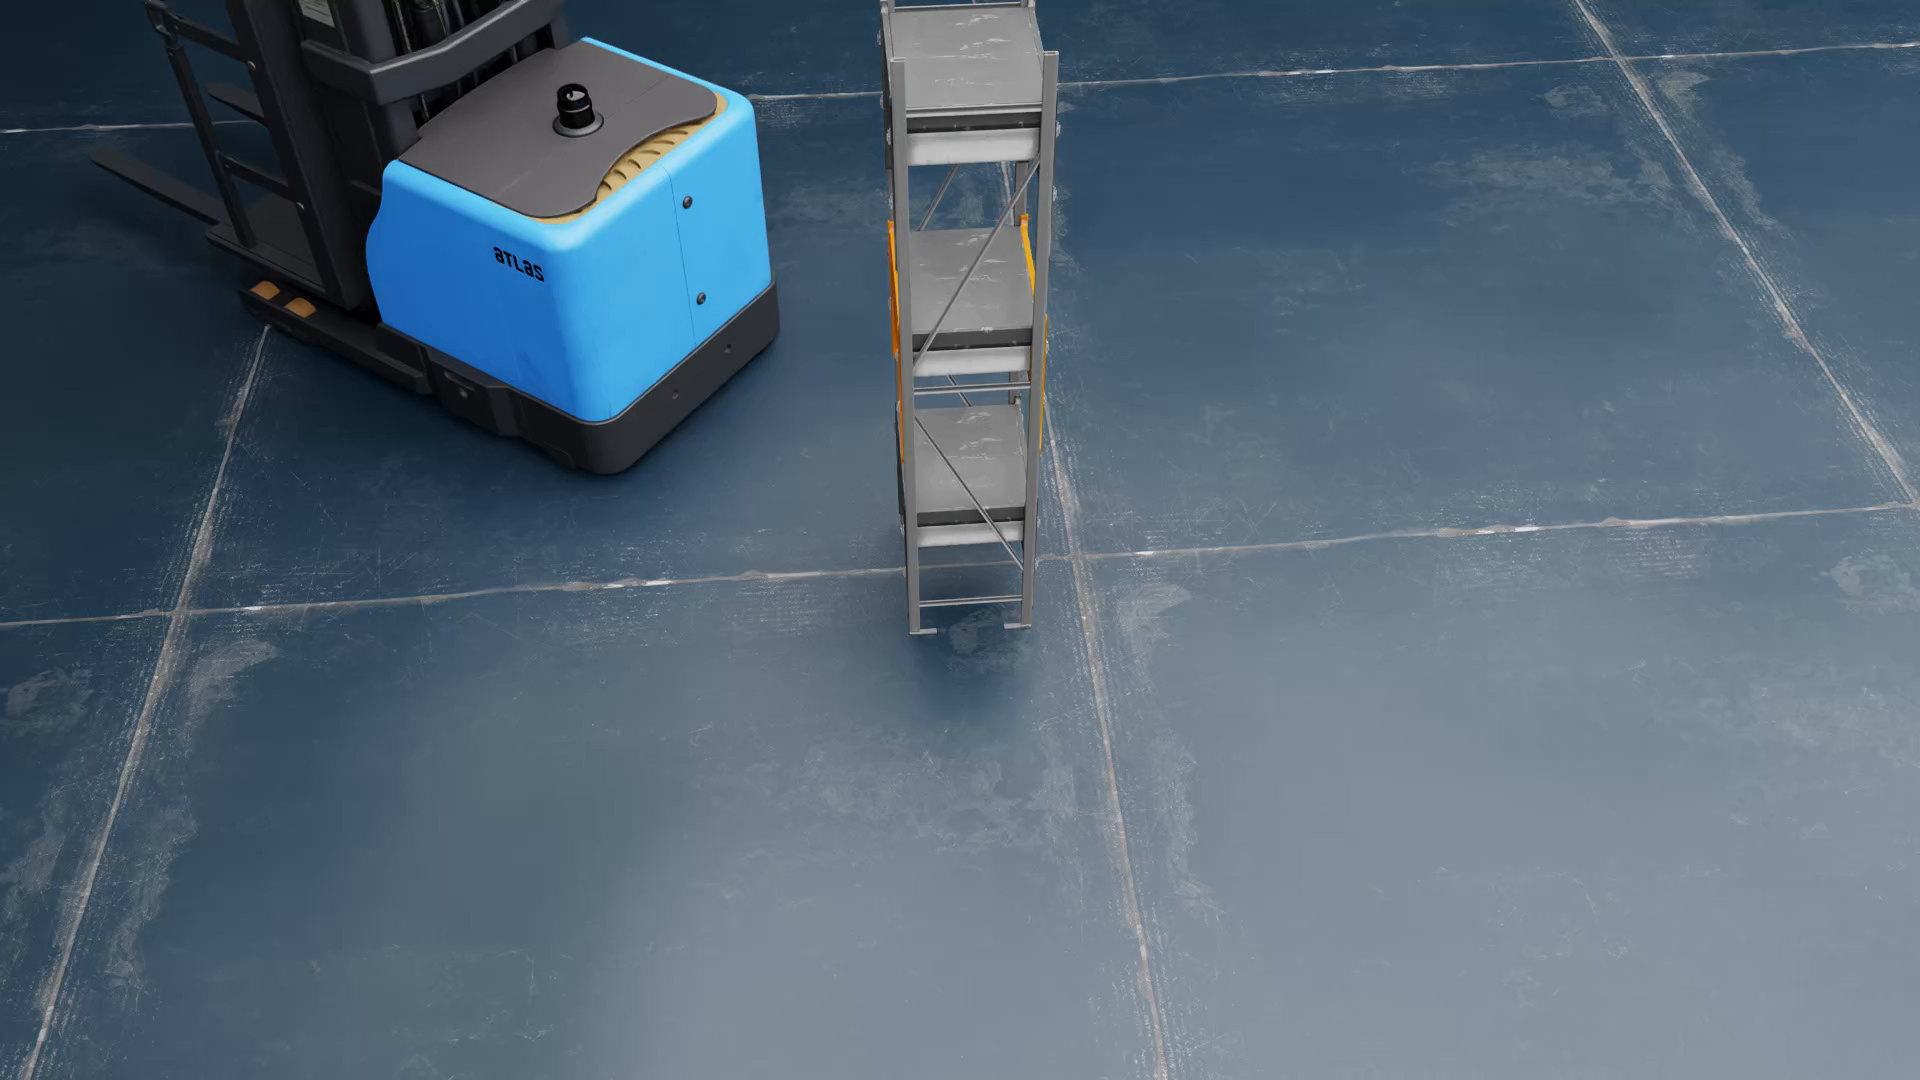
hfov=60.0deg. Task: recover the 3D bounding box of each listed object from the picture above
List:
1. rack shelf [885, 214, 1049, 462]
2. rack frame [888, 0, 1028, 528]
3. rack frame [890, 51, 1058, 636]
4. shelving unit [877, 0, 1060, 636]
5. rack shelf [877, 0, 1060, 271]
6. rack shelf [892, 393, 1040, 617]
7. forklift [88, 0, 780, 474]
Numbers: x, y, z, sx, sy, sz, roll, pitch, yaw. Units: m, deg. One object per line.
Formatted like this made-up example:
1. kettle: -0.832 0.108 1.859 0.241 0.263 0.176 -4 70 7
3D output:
1. rack shelf: 0.014 -0.593 4.884 0.431 0.518 0.480 -3 47 -3
2. rack frame: -0.007 -0.779 5.041 0.400 2.100 0.015 -3 47 -3
3. rack frame: 0.034 -0.426 4.707 0.400 2.100 0.015 -3 47 -3
4. shelving unit: 0.014 -0.602 4.874 0.431 2.100 0.503 -3 47 -3
5. rack shelf: 0.014 -1.074 4.376 0.431 0.518 0.480 -3 47 -3
6. rack shelf: 0.014 -0.112 5.392 0.431 0.518 0.480 -3 47 -3
7. forklift: -2.209 -2.078 5.699 3.031 2.935 1.130 25 52 22
